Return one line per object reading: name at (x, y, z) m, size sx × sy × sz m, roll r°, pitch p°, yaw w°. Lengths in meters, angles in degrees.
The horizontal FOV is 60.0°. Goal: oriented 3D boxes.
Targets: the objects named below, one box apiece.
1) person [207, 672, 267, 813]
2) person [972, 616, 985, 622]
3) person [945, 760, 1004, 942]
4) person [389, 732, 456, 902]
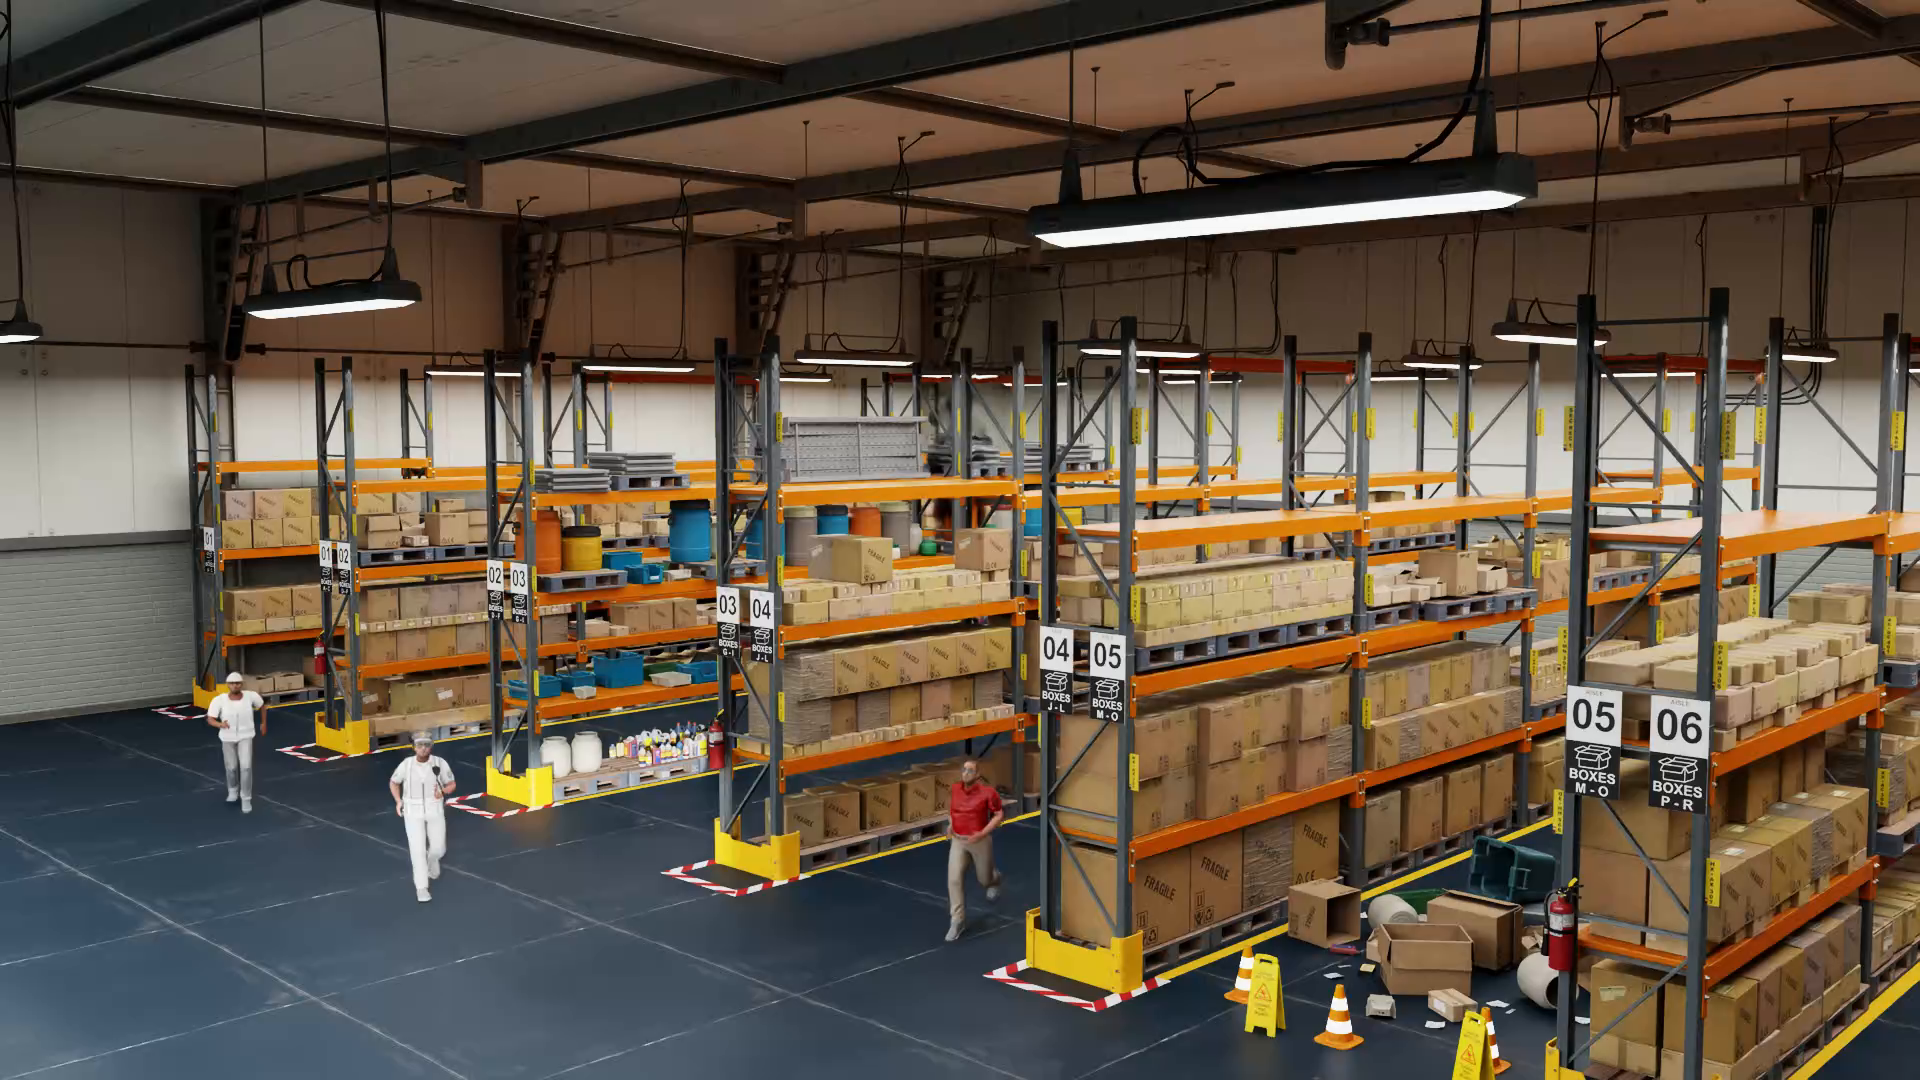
person at (-9.439, 2.630, 21.731) m, size 0.719 × 1.840 × 0.771 m, roll -2°, pitch 5°, yaw -23°
person at (0.280, 1.742, 32.777) m, size 0.677 × 1.717 × 1.042 m, roll 3°, pitch 5°, yaw 37°
person at (0.142, 3.060, 16.690) m, size 0.634 × 1.732 × 1.104 m, roll 1°, pitch 5°, yaw 19°
person at (-5.745, 2.919, 17.828) m, size 0.676 × 1.751 × 0.823 m, roll -2°, pitch 5°, yaw -22°
